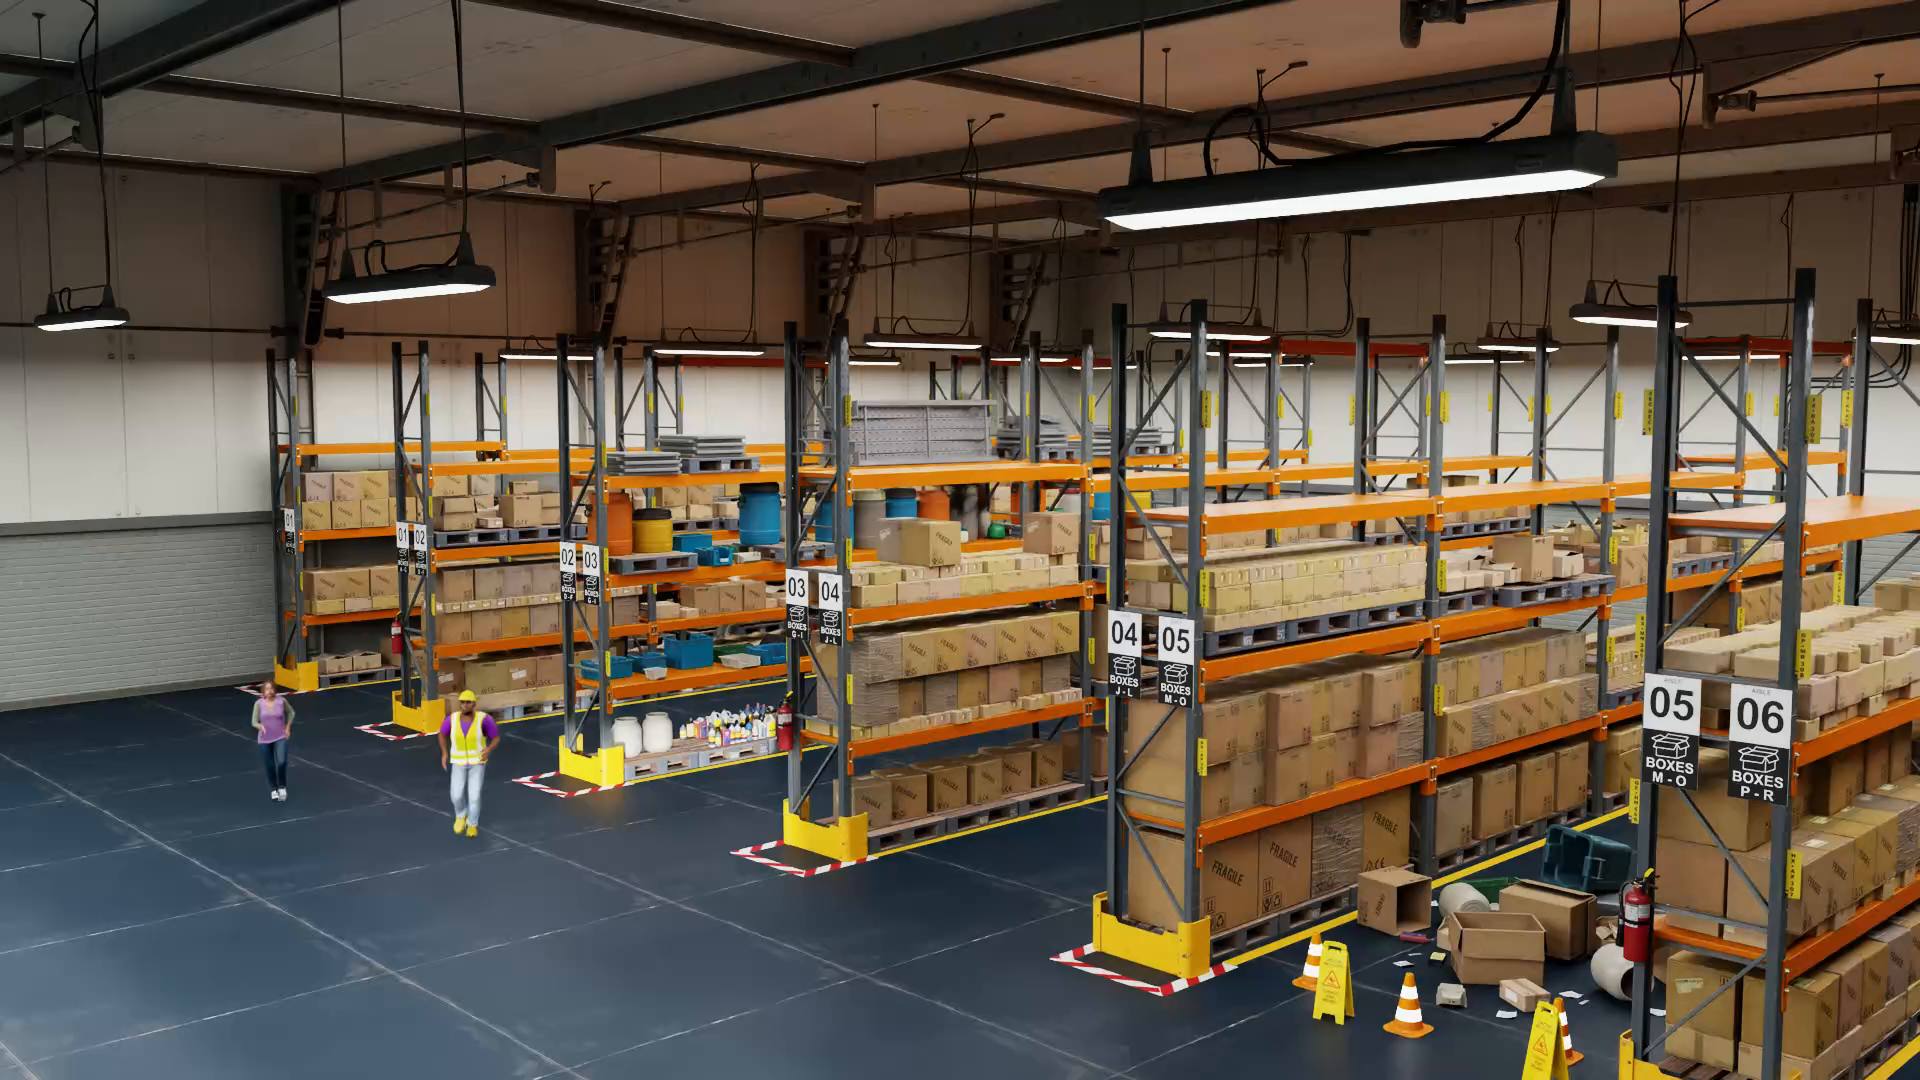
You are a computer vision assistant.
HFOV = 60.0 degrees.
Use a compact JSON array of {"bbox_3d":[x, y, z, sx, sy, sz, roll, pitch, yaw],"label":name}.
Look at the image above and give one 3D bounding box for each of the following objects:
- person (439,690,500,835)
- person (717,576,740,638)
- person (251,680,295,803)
[{"bbox_3d":[-5.738,2.614,19.430,0.705,1.729,0.582,-1,5,-11],"label":"person"},{"bbox_3d":[-4.434,1.523,32.149,0.657,1.722,0.607,4,6,40],"label":"person"},{"bbox_3d":[-8.688,2.551,21.044,0.509,1.578,0.639,-2,5,-21],"label":"person"}]
